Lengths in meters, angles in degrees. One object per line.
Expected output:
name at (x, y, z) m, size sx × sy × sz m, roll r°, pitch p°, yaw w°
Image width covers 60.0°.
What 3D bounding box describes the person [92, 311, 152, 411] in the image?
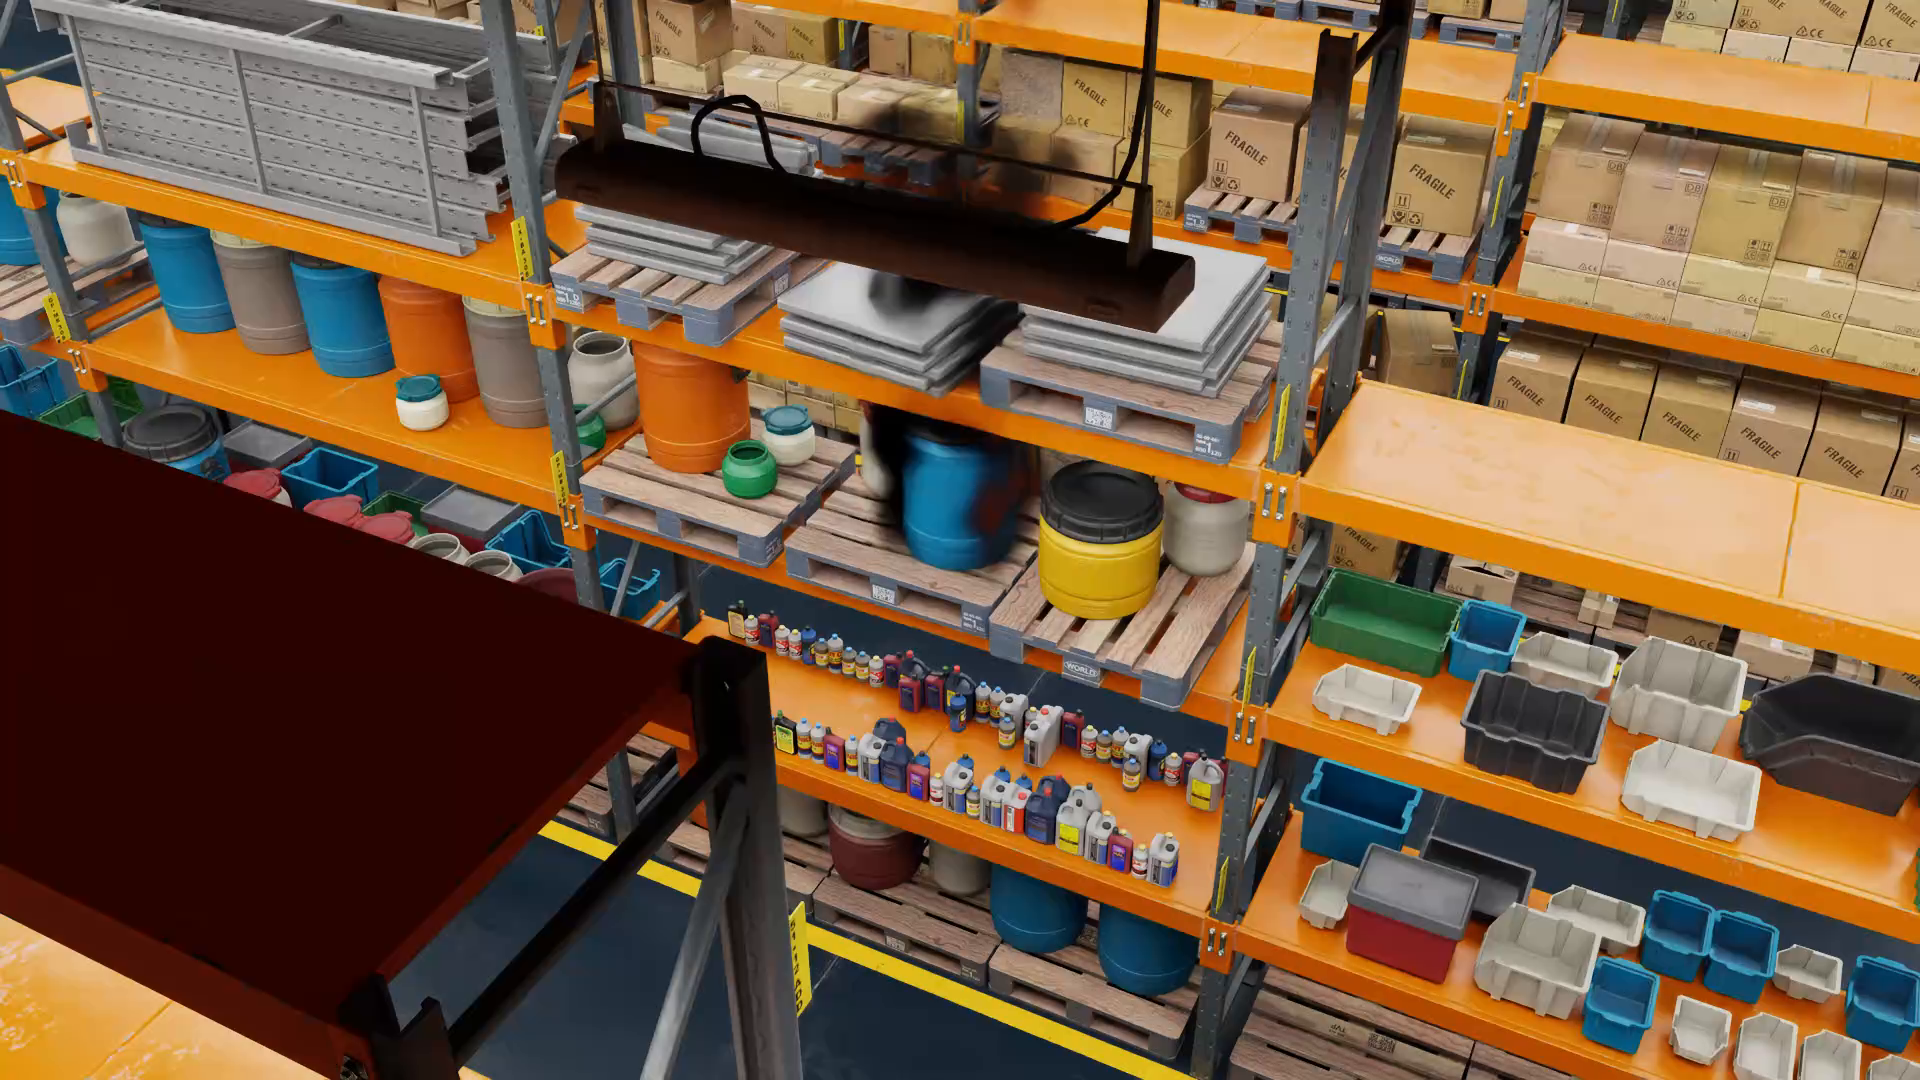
person at (-7.269, -1.483, 14.430) m, size 0.759 × 1.847 × 0.646 m, roll 8°, pitch 36°, yaw 12°
